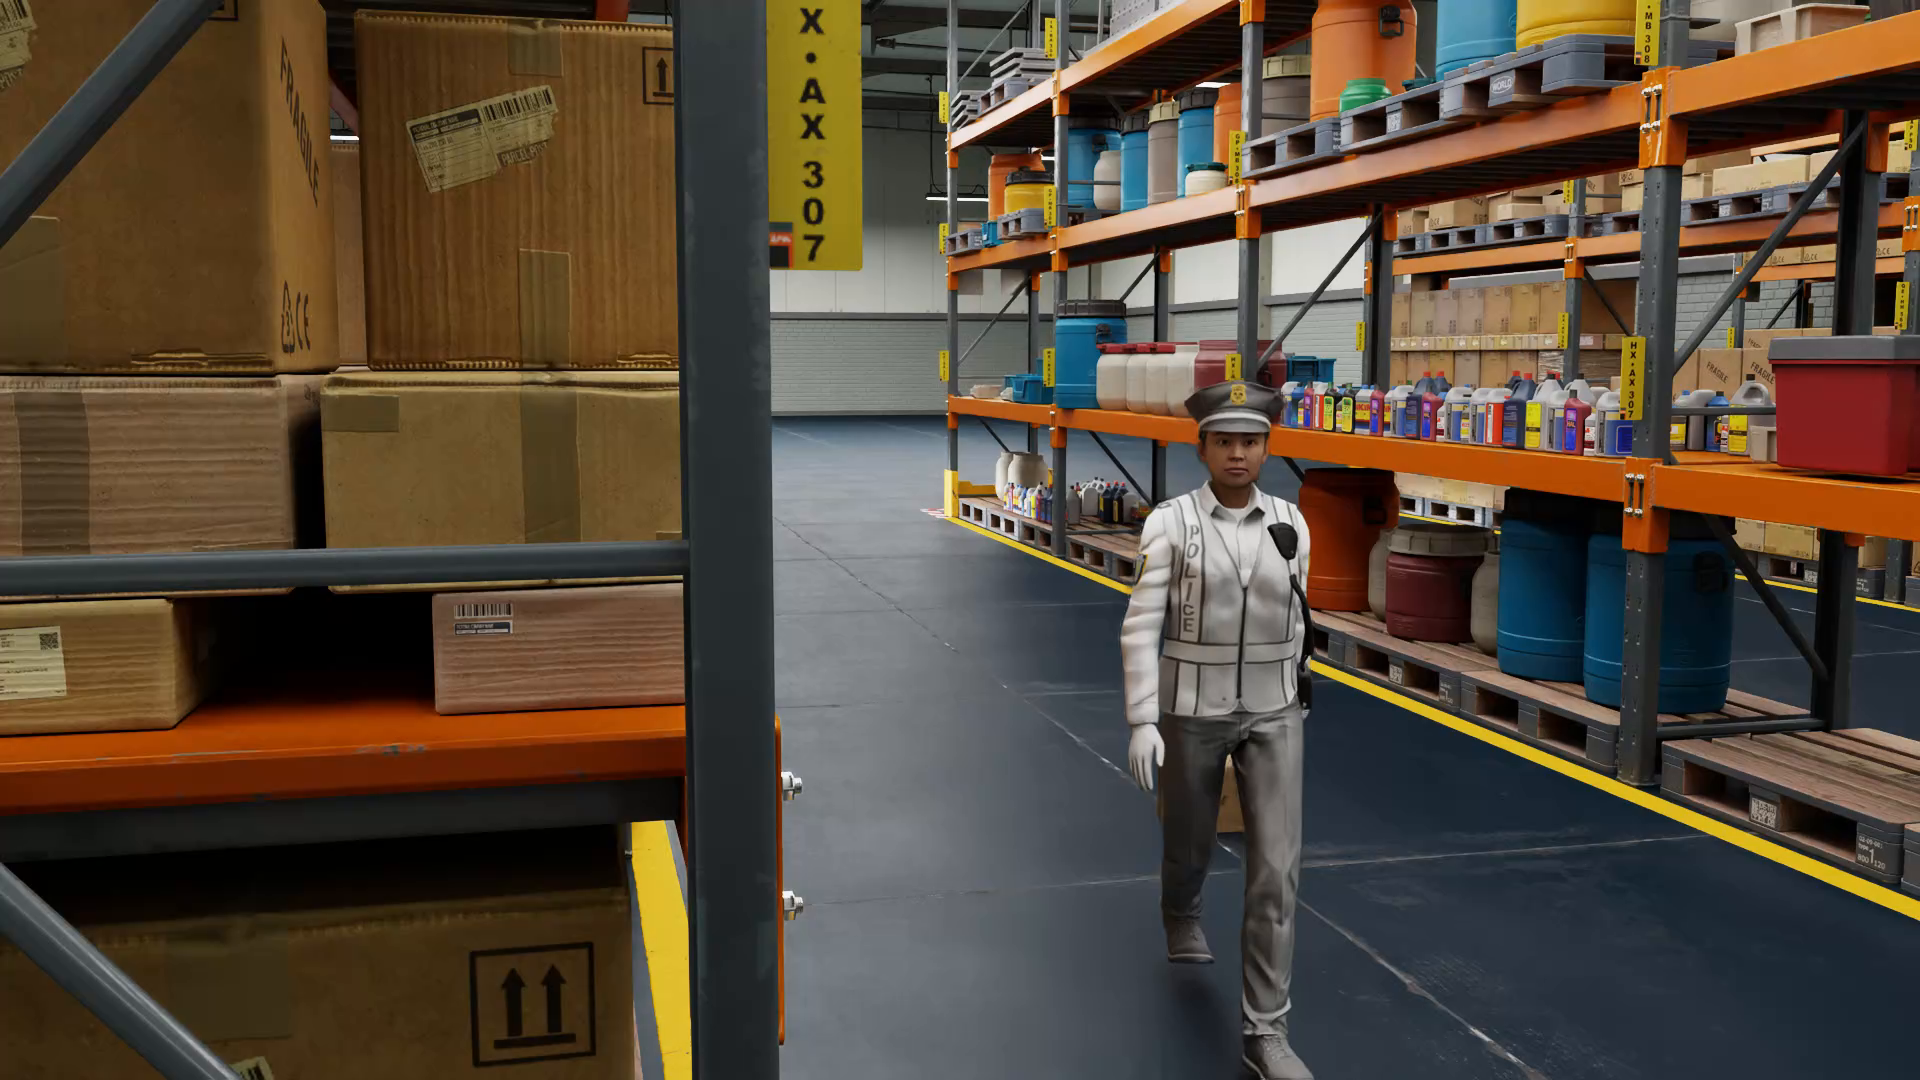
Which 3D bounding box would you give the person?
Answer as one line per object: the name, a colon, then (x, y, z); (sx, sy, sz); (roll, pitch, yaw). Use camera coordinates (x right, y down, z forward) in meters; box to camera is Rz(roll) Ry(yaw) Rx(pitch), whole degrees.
person: (0.643, 0.422, 4.149); (0.501, 1.639, 0.988); (0, 6, -2)
